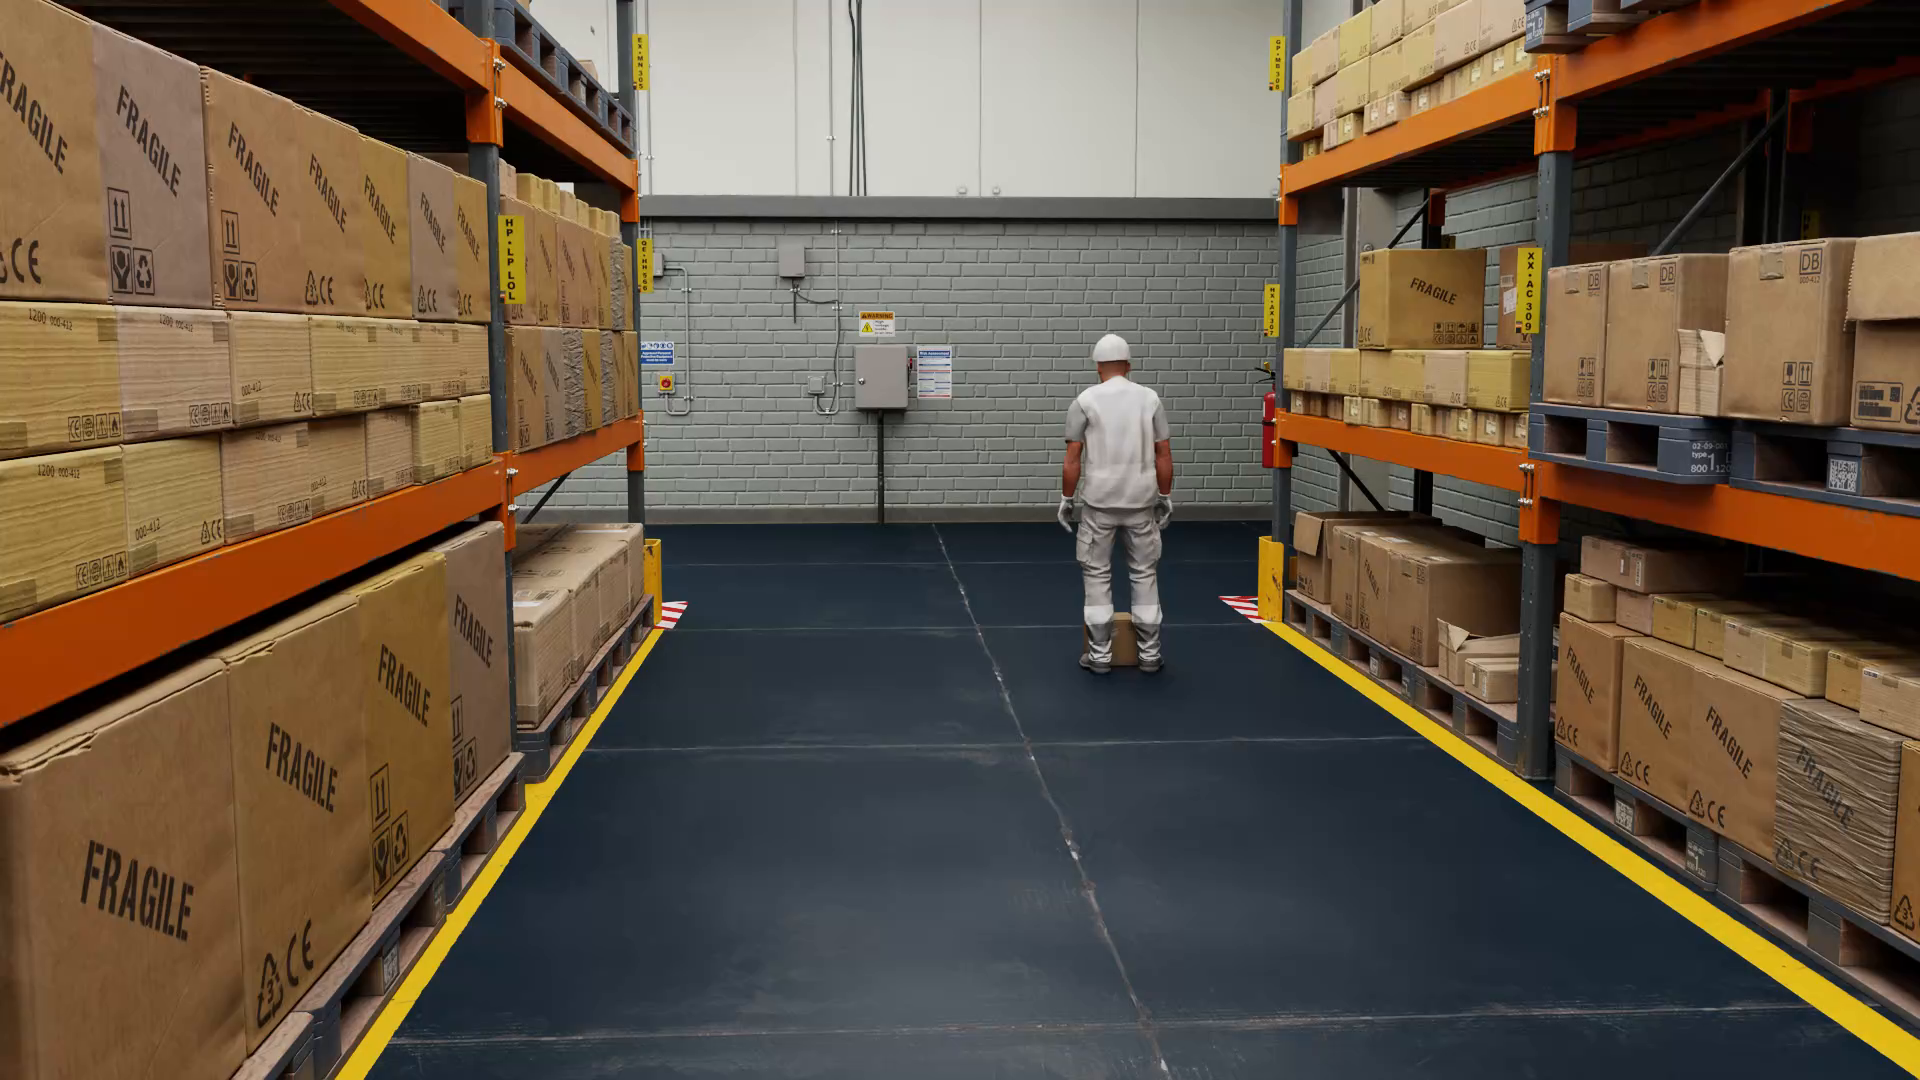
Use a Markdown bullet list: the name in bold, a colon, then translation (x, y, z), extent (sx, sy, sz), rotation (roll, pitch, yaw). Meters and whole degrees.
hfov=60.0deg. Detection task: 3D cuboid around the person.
- **person**: translation (0.827, -0.191, 8.782), extent (0.623, 1.780, 0.450), rotation (-1, 7, -6)
